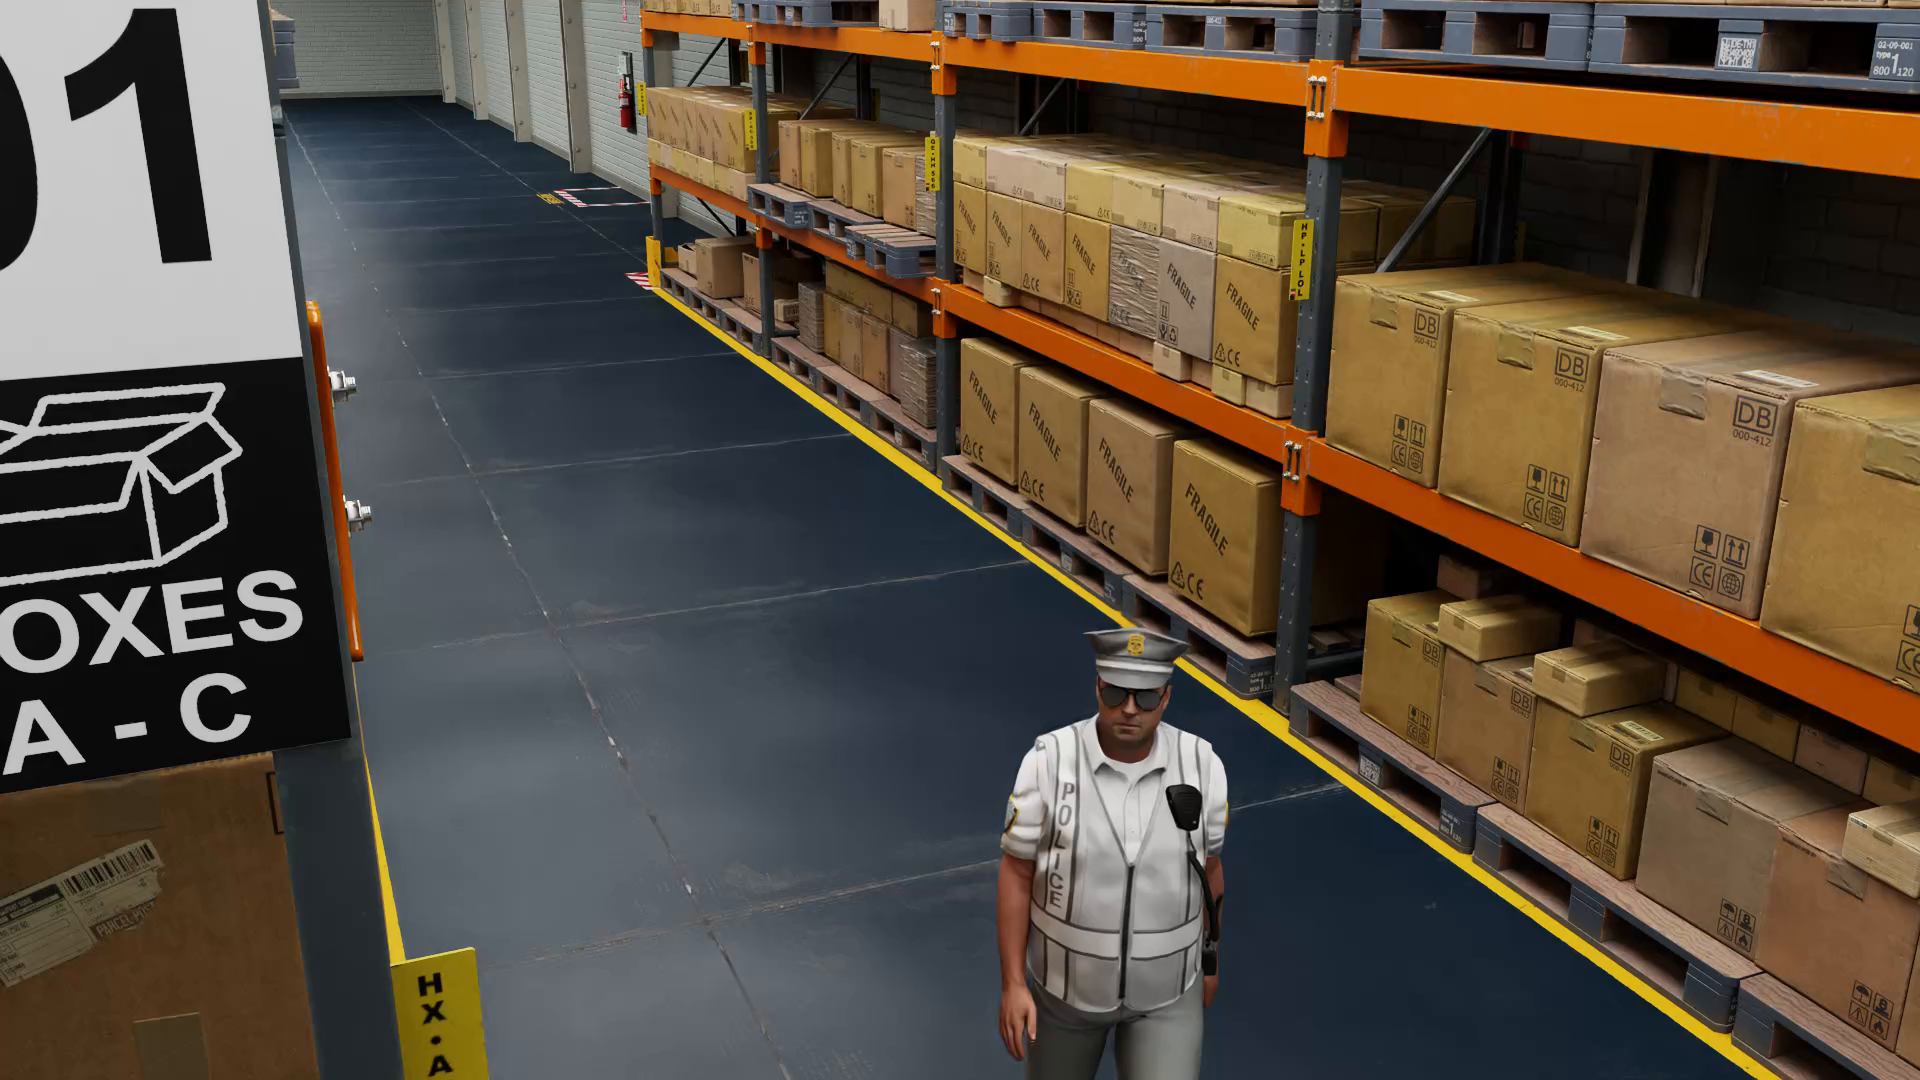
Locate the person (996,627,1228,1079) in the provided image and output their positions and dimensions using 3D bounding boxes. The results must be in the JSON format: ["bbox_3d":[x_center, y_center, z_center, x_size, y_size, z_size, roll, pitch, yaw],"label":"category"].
[{"bbox_3d":[0.366,1.012,4.017,0.558,1.731,0.967,0,19,1],"label":"person"}]
